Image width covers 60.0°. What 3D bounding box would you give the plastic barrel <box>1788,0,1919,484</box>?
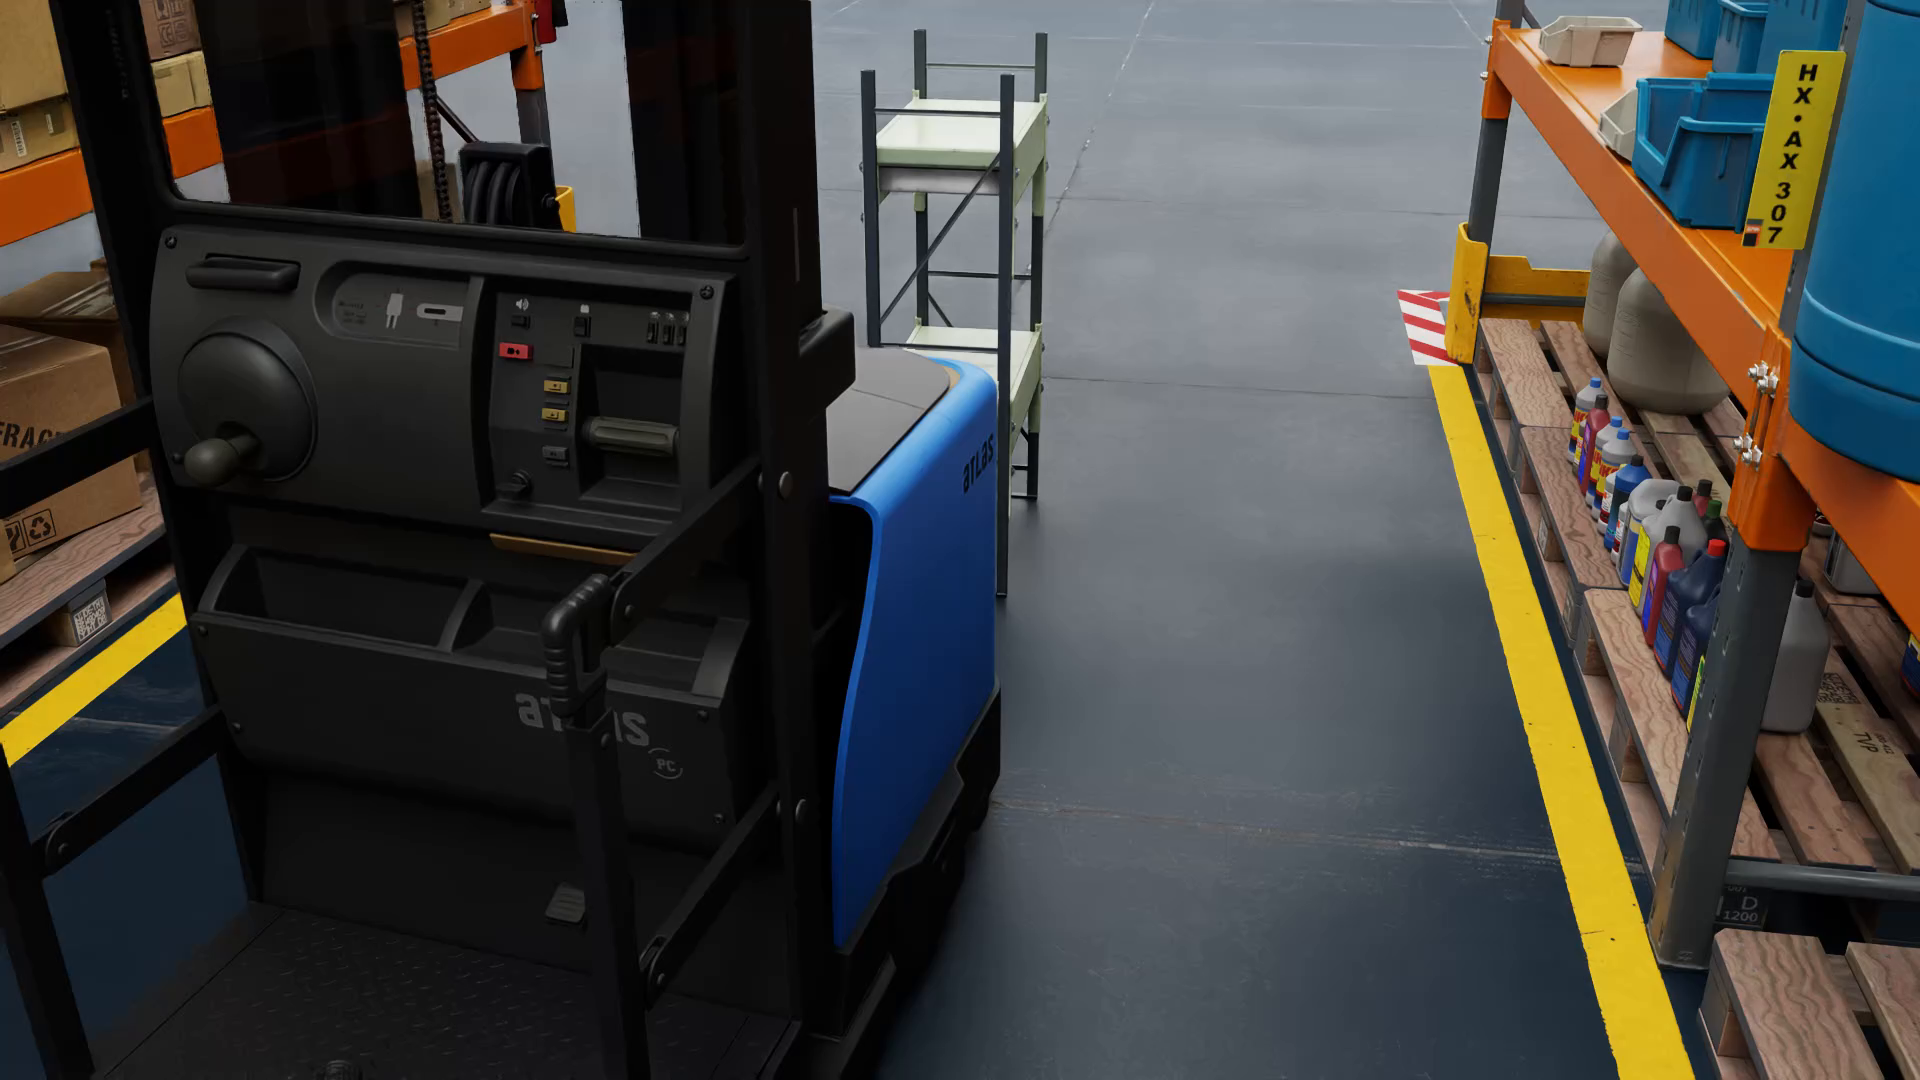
[{"bbox_3d":[1.562,-0.563,2.323,0.600,0.901,0.708,4,25,9],"label":"plastic barrel"}]

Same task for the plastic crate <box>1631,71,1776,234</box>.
[{"bbox_3d":[1.837,-0.891,3.790,0.499,0.251,0.616,4,25,9],"label":"plastic crate"}]

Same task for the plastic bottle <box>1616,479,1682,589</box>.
[{"bbox_3d":[1.859,-0.014,4.436,0.152,0.276,0.135,4,25,9],"label":"plastic bottle"}]

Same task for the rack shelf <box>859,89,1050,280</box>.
[{"bbox_3d":[0.001,-1.036,4.773,0.431,0.370,0.720,4,25,9],"label":"rack shelf"}]

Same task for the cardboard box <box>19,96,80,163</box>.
[{"bbox_3d":[-2.532,-1.090,4.337,0.380,0.149,0.250,4,25,9],"label":"cardboard box"}]

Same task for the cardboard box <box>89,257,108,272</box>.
[{"bbox_3d":[-2.612,-0.778,5.826,0.500,0.500,0.500,6,26,13],"label":"cardboard box"}]

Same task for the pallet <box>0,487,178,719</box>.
[{"bbox_3d":[-2.888,0.160,4.659,1.003,0.211,1.213,4,25,9],"label":"pallet"}]

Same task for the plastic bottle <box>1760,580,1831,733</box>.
[{"bbox_3d":[1.887,0.245,3.795,0.144,0.351,0.185,4,25,9],"label":"plastic bottle"}]

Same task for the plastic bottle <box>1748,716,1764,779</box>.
[{"bbox_3d":[1.675,0.418,3.600,0.097,0.201,0.097,0,25,0],"label":"plastic bottle"}]

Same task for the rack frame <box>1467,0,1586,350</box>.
[{"bbox_3d":[2.577,-2.149,6.304,1.000,3.000,0.127,4,25,9],"label":"rack frame"}]

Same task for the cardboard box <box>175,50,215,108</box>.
[{"bbox_3d":[-2.399,-1.403,5.006,0.380,0.149,0.250,4,25,9],"label":"cardboard box"}]

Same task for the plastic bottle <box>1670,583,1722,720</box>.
[{"bbox_3d":[1.745,0.235,3.816,0.144,0.351,0.185,3,25,7],"label":"plastic bottle"}]

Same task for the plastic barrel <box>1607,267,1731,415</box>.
[{"bbox_3d":[2.463,-0.723,5.695,0.421,0.512,0.421,0,25,0],"label":"plastic barrel"}]

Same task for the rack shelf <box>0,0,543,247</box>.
[{"bbox_3d":[-2.636,-1.330,5.402,1.077,0.370,4.000,4,25,9],"label":"rack shelf"}]

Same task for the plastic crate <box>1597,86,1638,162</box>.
[{"bbox_3d":[1.939,-1.054,4.274,0.530,0.136,0.437,4,25,9],"label":"plastic crate"}]

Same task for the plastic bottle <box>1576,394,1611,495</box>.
[{"bbox_3d":[1.919,-0.288,5.013,0.061,0.283,0.133,4,25,9],"label":"plastic bottle"}]

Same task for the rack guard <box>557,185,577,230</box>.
[{"bbox_3d":[-2.321,-1.329,7.499,1.175,0.500,0.348,4,25,9],"label":"rack guard"}]

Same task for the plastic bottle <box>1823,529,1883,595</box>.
[{"bbox_3d":[2.415,-0.007,4.421,0.152,0.276,0.135,4,25,9],"label":"plastic bottle"}]

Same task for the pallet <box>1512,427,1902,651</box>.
[{"bbox_3d":[2.272,-0.003,5.008,1.003,0.211,1.213,4,25,9],"label":"pallet"}]

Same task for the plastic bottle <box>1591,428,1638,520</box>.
[{"bbox_3d":[1.901,-0.191,4.819,0.097,0.271,0.097,0,25,0],"label":"plastic bottle"}]

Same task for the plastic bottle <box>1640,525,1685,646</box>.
[{"bbox_3d":[1.761,0.114,4.153,0.061,0.283,0.133,6,26,12],"label":"plastic bottle"}]

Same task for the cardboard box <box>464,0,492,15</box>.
[{"bbox_3d":[-2.152,-2.245,6.805,0.380,0.149,0.250,4,25,9],"label":"cardboard box"}]

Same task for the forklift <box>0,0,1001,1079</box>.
[{"bbox_3d":[-0.833,-0.200,2.220,1.130,2.935,3.031,8,26,16],"label":"forklift"}]

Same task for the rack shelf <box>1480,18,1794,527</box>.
[{"bbox_3d":[2.250,-0.987,4.669,1.077,0.370,4.000,4,25,9],"label":"rack shelf"}]

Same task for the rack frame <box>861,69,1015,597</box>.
[{"bbox_3d":[-0.059,-0.529,4.611,0.400,1.500,0.023,4,25,9],"label":"rack frame"}]

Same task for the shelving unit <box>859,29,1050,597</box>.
[{"bbox_3d":[0.001,-0.682,4.938,0.431,1.500,0.755,4,25,9],"label":"shelving unit"}]

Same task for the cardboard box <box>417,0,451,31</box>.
[{"bbox_3d":[-2.183,-2.033,6.350,0.380,0.149,0.250,4,25,9],"label":"cardboard box"}]

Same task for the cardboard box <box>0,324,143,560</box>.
[{"bbox_3d":[-2.772,-0.282,4.768,0.500,0.500,0.500,13,28,25],"label":"cardboard box"}]

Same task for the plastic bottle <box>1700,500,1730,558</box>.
[{"bbox_3d":[1.934,0.046,4.298,0.061,0.283,0.133,4,25,9],"label":"plastic bottle"}]

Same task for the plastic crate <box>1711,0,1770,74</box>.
[{"bbox_3d":[2.679,-1.581,5.264,0.499,0.251,0.408,4,25,9],"label":"plastic crate"}]

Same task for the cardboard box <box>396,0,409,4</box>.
[{"bbox_3d":[-2.389,-2.227,6.001,0.875,0.500,0.500,4,25,9],"label":"cardboard box"}]

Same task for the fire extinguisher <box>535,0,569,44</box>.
[{"bbox_3d":[-1.836,-2.473,7.087,0.296,0.674,0.183,4,25,9],"label":"fire extinguisher"}]

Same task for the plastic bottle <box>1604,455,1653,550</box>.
[{"bbox_3d":[1.868,-0.106,4.638,0.097,0.271,0.097,0,25,0],"label":"plastic bottle"}]

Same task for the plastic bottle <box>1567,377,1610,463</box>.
[{"bbox_3d":[1.974,-0.376,5.215,0.097,0.271,0.097,0,25,0],"label":"plastic bottle"}]

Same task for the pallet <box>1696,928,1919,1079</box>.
[{"bbox_3d":[1.834,1.118,2.613,1.003,0.211,1.213,4,25,9],"label":"pallet"}]

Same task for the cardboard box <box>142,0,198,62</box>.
[{"bbox_3d":[-2.729,-1.606,4.675,0.875,0.500,0.500,4,25,9],"label":"cardboard box"}]
